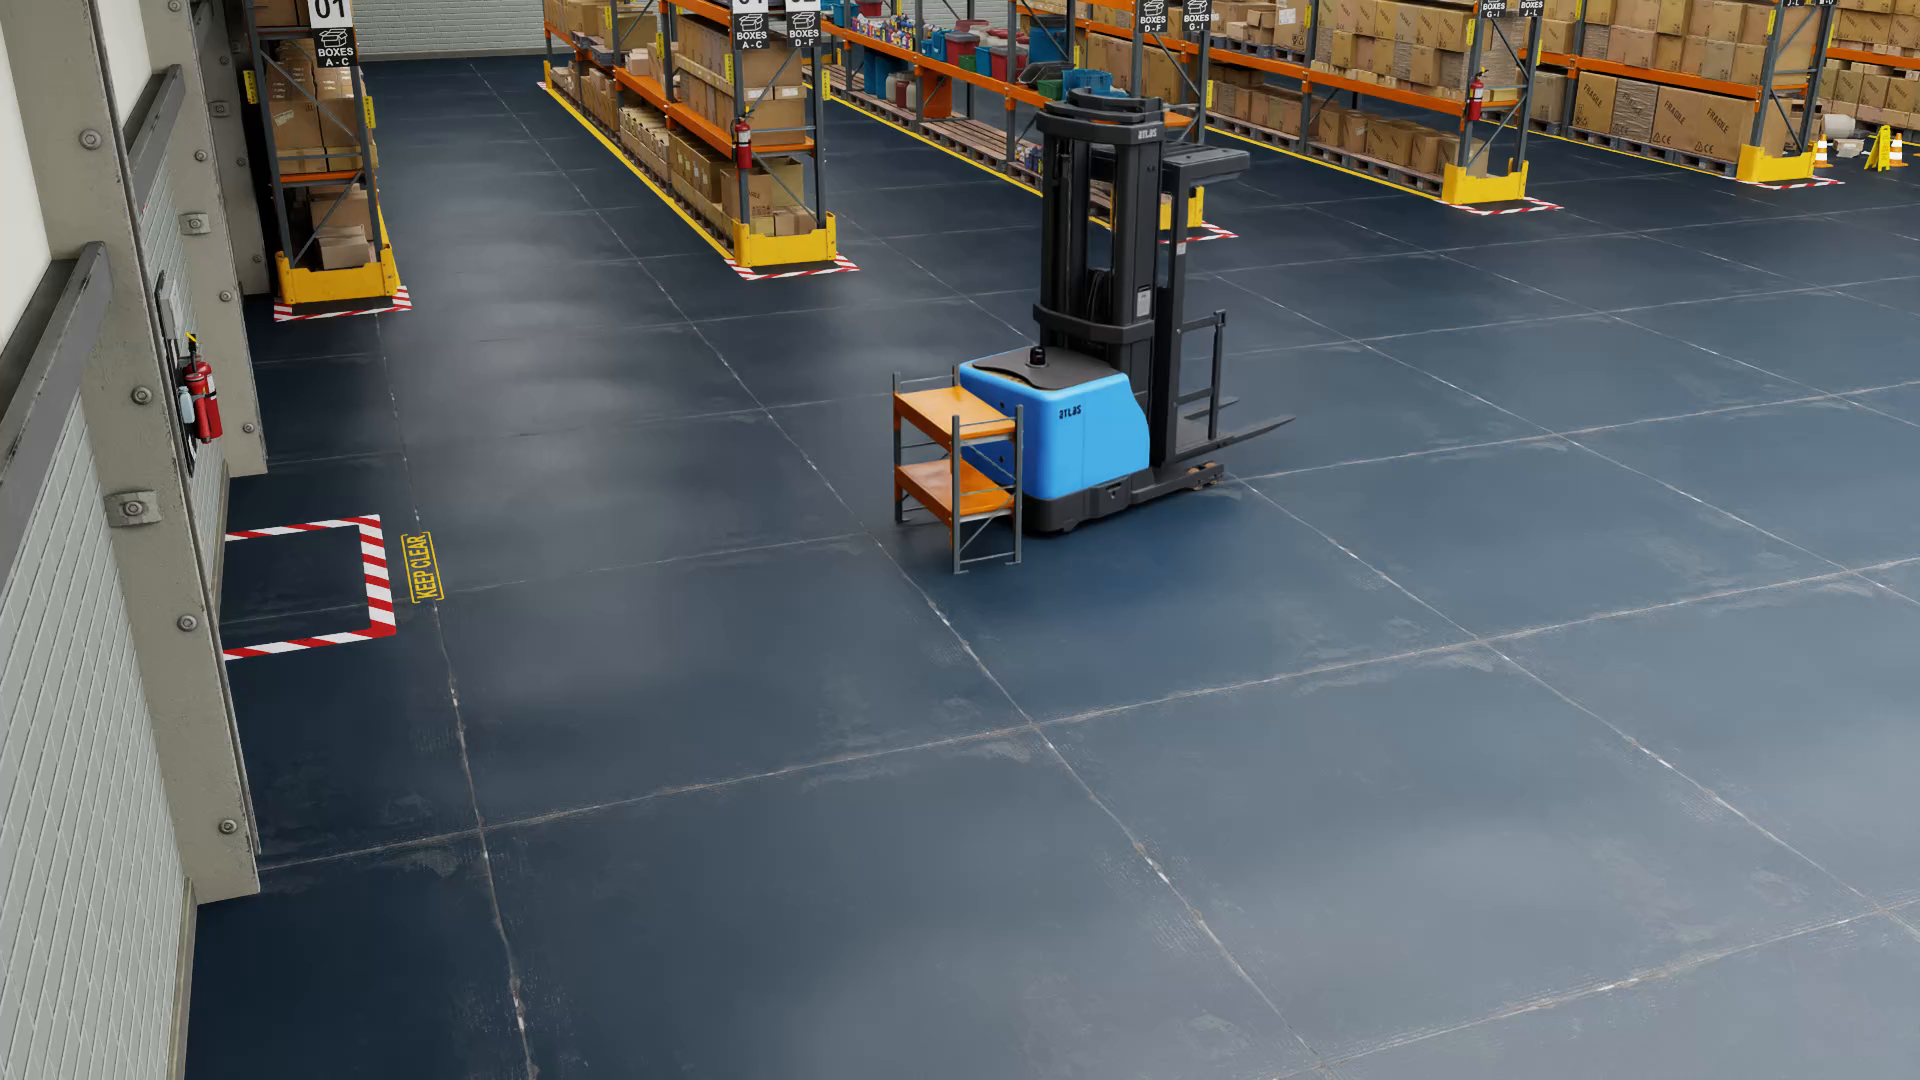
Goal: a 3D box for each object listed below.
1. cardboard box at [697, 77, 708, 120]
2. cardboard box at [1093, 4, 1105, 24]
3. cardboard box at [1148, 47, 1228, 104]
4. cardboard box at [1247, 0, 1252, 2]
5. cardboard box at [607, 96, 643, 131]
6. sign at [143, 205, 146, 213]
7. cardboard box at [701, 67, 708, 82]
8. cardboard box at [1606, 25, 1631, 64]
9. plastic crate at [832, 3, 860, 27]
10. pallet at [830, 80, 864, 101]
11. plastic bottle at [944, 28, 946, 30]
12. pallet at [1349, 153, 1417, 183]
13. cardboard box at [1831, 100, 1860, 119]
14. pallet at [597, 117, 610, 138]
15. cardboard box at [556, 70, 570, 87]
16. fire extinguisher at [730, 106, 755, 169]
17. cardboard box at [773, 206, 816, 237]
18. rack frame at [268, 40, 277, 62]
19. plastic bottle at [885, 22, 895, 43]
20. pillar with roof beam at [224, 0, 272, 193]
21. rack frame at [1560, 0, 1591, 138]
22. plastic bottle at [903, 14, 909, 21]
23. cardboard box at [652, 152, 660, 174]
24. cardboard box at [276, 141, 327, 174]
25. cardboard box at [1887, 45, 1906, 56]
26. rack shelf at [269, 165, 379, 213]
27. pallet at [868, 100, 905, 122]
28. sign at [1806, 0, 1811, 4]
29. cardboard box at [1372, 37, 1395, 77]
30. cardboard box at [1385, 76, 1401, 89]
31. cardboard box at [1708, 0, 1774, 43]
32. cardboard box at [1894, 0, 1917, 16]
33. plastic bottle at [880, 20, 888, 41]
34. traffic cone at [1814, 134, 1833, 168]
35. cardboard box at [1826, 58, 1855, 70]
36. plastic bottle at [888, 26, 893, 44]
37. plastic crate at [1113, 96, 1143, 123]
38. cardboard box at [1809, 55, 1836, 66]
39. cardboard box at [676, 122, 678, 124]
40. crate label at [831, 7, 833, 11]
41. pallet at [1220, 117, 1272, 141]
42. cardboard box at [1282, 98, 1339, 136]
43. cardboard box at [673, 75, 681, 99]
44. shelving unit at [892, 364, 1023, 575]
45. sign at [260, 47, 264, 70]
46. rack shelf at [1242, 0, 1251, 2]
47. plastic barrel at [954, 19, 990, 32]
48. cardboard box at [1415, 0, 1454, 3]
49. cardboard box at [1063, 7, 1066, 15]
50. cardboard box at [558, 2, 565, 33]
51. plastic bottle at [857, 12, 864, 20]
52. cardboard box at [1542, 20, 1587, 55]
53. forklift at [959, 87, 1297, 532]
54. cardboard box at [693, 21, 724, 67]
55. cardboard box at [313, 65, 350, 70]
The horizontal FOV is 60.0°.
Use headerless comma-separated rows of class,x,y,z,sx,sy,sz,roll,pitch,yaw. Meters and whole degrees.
cardboard box,-2.941,-5.647,21.157,0.700,0.500,0.500,-8,24,-18
cardboard box,2.902,-10.244,32.064,0.500,0.500,0.500,-8,24,-19
cardboard box,4.162,-8.414,30.046,1.225,0.875,0.875,-10,25,-21
cardboard box,6.510,-11.849,36.324,0.380,0.149,0.250,-9,24,-20
cardboard box,-5.433,-6.946,27.021,0.500,0.500,0.500,-7,24,-17
sign,-4.879,-2.104,9.896,0.001,0.298,0.199,-8,24,-19
cardboard box,-3.005,-5.793,20.669,0.380,0.149,0.250,-9,24,-19
cardboard box,10.832,-7.876,26.382,0.875,0.550,0.550,-8,24,-19
plastic crate,-2.144,-9.863,31.232,0.392,0.384,0.575,-8,24,-19
pallet,-1.956,-8.697,32.112,1.003,0.211,1.213,-8,24,-19
plastic bottle,-0.266,-8.637,28.531,0.061,0.283,0.133,-8,24,-19
pallet,6.505,-5.524,24.585,1.003,0.211,1.213,-8,24,-19
cardboard box,15.225,-7.335,28.290,0.500,0.250,0.500,-7,24,-16
pallet,-5.538,-7.022,28.139,1.003,0.211,1.213,-8,24,-19
cardboard box,-7.429,-8.831,31.813,0.500,0.250,0.500,-8,24,-19
fire extinguisher,-2.449,-4.539,18.756,0.296,0.674,0.183,-8,24,-19
cardboard box,-2.038,-3.833,19.982,0.500,0.250,0.500,-8,24,-19
rack frame,-9.515,-6.907,24.275,1.000,3.000,0.127,-8,24,-19
plastic bottle,-1.210,-8.811,28.856,0.144,0.351,0.185,-8,24,-19
pillar with roof beam,-5.838,-9.671,23.109,9.100,9.000,0.400,-8,24,-19
rack frame,10.475,-8.136,27.192,1.000,3.000,0.127,-8,24,-19
plastic bottle,-0.964,-9.341,30.113,0.144,0.351,0.185,-8,24,-19
cardboard box,-4.064,-5.356,23.595,0.500,0.250,0.500,-9,24,-20
cardboard box,-7.036,-4.084,17.744,0.500,0.250,0.500,-8,24,-18
cardboard box,15.440,-8.024,27.249,0.380,0.149,0.250,-8,24,-19
rack shelf,-7.396,-4.395,19.243,1.077,0.370,4.000,-8,24,-19
pallet,-0.992,-7.705,29.758,1.003,0.211,1.213,-8,24,-19
sign,14.553,-9.308,28.482,0.100,0.325,0.005,-8,24,-19
cardboard box,6.453,-6.962,23.894,0.875,0.500,0.500,-8,24,-19
cardboard box,6.291,-6.529,23.702,0.380,0.149,0.250,-8,24,-19
cardboard box,11.513,-7.577,24.281,0.875,0.550,0.550,-8,24,-19
cardboard box,15.604,-8.755,26.860,0.700,0.500,0.500,-9,24,-19
plastic bottle,-1.323,-8.926,29.130,0.144,0.351,0.185,-8,24,-19
traffic cone,13.029,-5.902,25.156,0.336,0.463,0.334,-8,24,-19
cardboard box,15.014,-8.118,28.347,0.380,0.149,0.250,-8,24,-18
plastic bottle,-1.193,-8.716,28.718,0.061,0.283,0.133,-8,24,-19
plastic crate,2.122,-5.432,20.967,0.499,0.251,0.616,-8,24,-19
cardboard box,17.949,-10.154,34.656,0.500,0.500,0.500,-8,24,-17
cardboard box,-4.102,-6.245,24.981,0.500,0.311,0.500,-9,24,-19
crate label,-2.406,-10.603,33.306,0.396,0.136,0.243,-8,24,-19
pallet,5.088,-6.934,27.930,1.003,0.211,1.213,-8,24,-19
cardboard box,5.603,-6.769,26.601,0.700,0.500,0.500,-10,25,-23
cardboard box,-3.684,-6.238,22.882,0.500,0.250,0.500,-7,24,-16
shelving unit,-0.028,-0.507,11.504,0.538,1.125,1.048,-10,25,-22
sign,-8.620,-5.910,20.418,0.100,0.325,0.005,-8,24,-19
rack shelf,6.943,-11.438,35.952,1.077,0.370,4.000,-8,24,-19
plastic barrel,0.200,-8.202,27.173,0.600,0.536,0.708,-8,24,-19
cardboard box,6.743,-7.465,23.801,0.500,0.500,0.500,-8,24,-19
cardboard box,2.287,-10.630,33.431,0.380,0.149,0.250,-8,24,-18
cardboard box,-7.079,-9.607,30.554,0.500,0.500,0.500,-8,24,-18
plastic bottle,-1.825,-9.510,30.514,0.144,0.351,0.185,-8,24,-19
cardboard box,10.041,-8.335,27.535,0.500,0.500,0.500,-8,24,-19
forklift,1.394,-1.865,12.401,3.031,2.935,1.130,-19,29,-37
cardboard box,-2.951,-6.253,20.924,0.700,0.500,0.500,-8,24,-19
cardboard box,-7.464,-5.429,19.971,0.500,0.500,0.500,-8,24,-19
